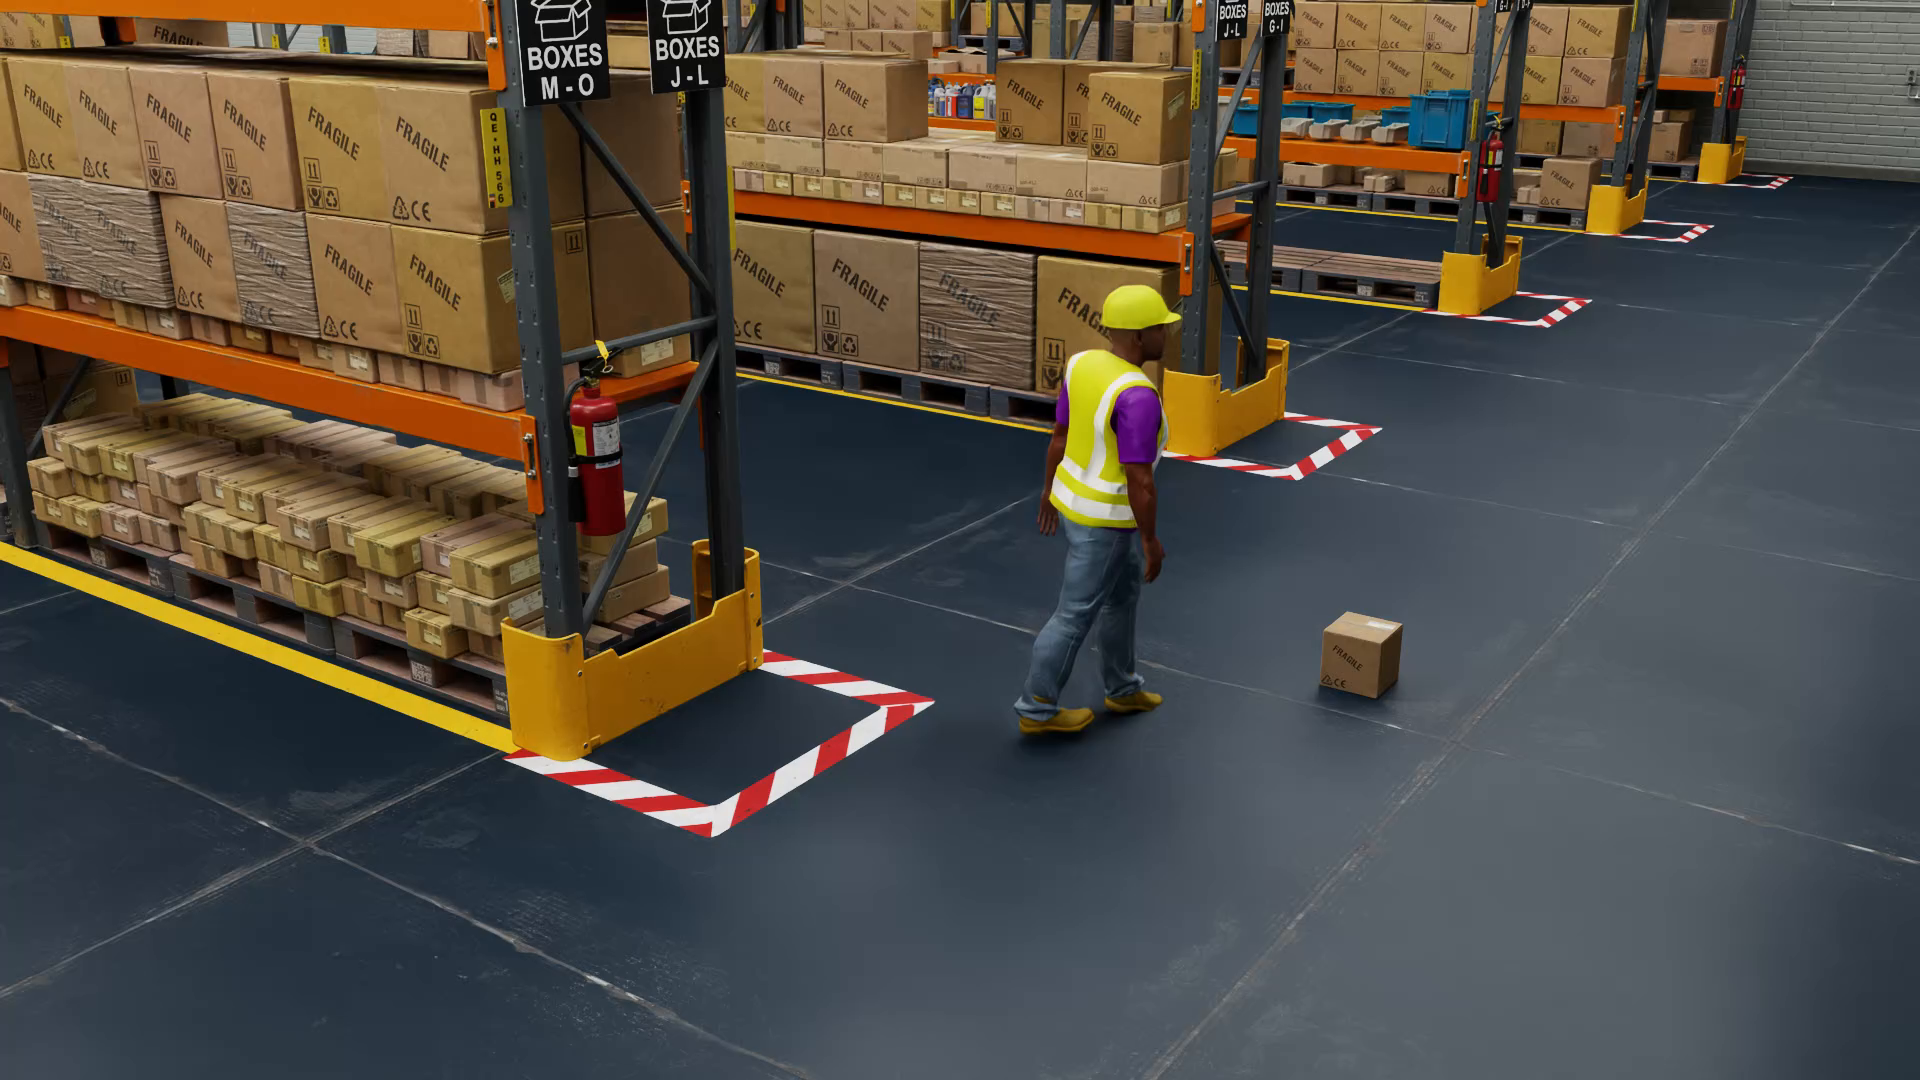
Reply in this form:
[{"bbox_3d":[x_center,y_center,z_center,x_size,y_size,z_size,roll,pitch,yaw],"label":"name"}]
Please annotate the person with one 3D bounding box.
[{"bbox_3d":[0.545,-0.072,6.272,0.695,1.784,0.615,-5,20,-14],"label":"person"}]
